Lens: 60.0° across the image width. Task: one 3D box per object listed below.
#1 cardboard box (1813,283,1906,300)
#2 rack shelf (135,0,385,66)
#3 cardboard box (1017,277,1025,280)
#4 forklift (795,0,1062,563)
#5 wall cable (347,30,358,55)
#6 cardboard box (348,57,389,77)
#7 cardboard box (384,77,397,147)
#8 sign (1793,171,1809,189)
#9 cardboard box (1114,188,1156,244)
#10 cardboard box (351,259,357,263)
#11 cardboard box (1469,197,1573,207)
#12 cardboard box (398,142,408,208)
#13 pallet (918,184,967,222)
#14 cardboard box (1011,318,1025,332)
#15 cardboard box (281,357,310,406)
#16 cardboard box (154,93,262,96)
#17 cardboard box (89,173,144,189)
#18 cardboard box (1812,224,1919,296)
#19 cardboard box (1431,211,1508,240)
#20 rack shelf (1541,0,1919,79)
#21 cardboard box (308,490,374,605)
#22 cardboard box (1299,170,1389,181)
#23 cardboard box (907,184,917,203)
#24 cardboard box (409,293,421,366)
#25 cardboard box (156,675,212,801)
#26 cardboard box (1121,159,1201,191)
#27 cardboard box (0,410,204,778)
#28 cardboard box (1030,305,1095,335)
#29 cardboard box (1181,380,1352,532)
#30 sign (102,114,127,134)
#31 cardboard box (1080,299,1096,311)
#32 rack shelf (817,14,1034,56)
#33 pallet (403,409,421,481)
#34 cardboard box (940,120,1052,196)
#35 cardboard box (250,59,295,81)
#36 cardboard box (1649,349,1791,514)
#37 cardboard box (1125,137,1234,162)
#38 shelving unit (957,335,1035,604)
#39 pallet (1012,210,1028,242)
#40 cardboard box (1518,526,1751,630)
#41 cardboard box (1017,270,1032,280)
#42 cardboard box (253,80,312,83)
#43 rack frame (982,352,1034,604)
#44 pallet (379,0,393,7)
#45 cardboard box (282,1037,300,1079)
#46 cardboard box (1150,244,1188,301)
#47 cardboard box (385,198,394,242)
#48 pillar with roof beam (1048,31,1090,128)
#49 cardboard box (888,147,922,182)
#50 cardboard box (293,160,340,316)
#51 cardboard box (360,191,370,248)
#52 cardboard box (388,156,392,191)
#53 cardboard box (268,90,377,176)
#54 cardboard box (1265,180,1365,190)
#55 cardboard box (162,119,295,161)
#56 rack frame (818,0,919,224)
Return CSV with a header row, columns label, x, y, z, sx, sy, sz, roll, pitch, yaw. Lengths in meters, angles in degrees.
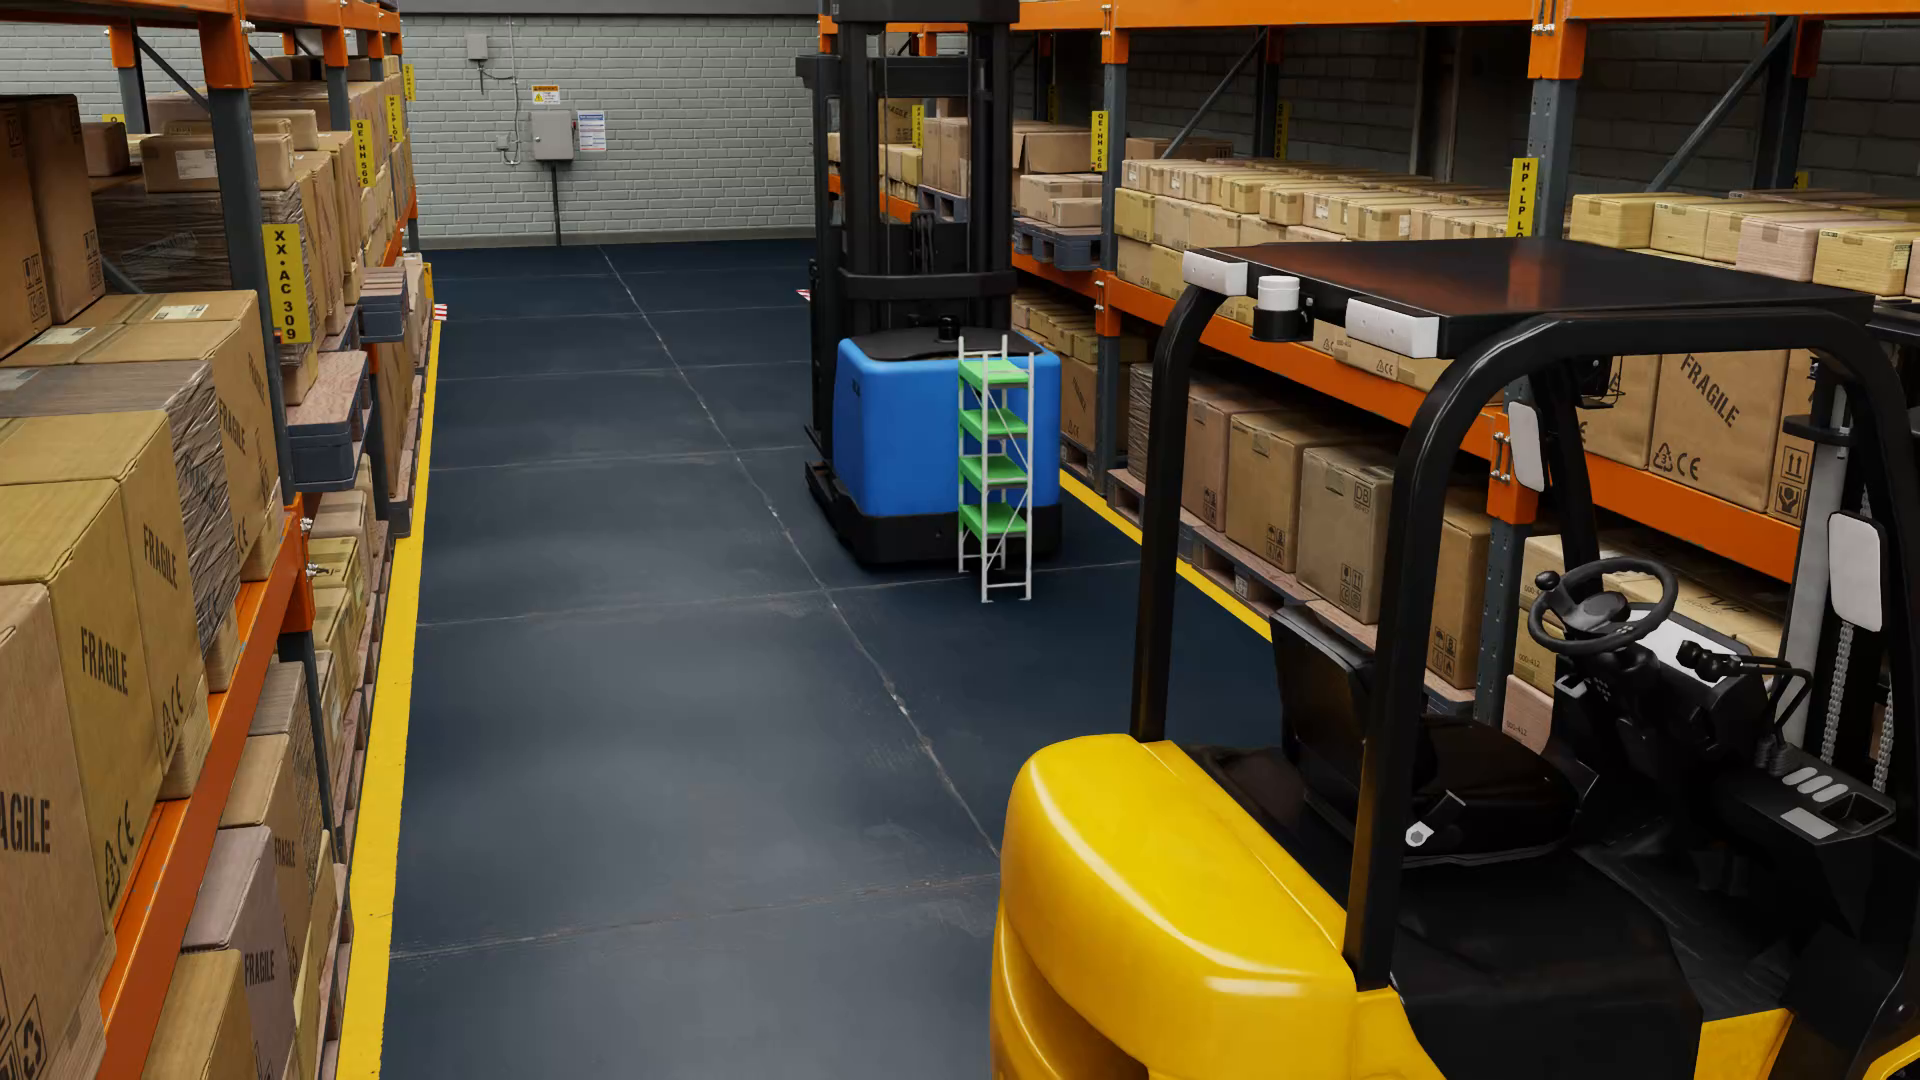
label,x,y,z,sx,sy,sz,roll,pitch,yaw
cardboard box,2.469,-0.599,4.430,0.380,0.149,0.250,-5,17,-16
rack shelf,-4.024,-2.995,9.747,1.077,0.370,4.000,-5,17,-15
cardboard box,0.273,-1.904,12.564,0.380,0.149,0.250,-6,18,-18
forklift,-0.308,-1.672,9.423,1.130,2.935,3.031,-4,17,-13
wall cable,-7.245,-5.623,20.635,0.585,1.953,0.123,-5,17,-15
cardboard box,-4.662,-3.688,12.977,0.380,0.149,0.250,-5,17,-17
cardboard box,-4.605,-3.274,12.727,0.500,0.500,0.500,-5,17,-16
sign,2.930,-1.134,5.871,0.100,0.325,0.005,-5,17,-15
cardboard box,1.160,-1.767,9.013,0.500,0.250,0.500,-5,17,-15
cardboard box,-2.841,-1.154,7.287,0.380,0.149,0.250,-6,18,-18
cardboard box,2.325,-1.327,6.853,0.380,0.149,0.250,-5,17,-16
cardboard box,-4.716,-2.933,13.327,0.500,0.500,0.500,-5,17,-15
pallet,0.312,-2.528,12.489,1.003,0.211,1.213,-5,17,-15
cardboard box,0.540,-1.274,11.593,0.500,0.500,0.500,-5,18,-17
cardboard box,-2.223,-0.502,5.117,0.380,0.149,0.250,-4,17,-14
cardboard box,-4.017,-2.141,8.952,0.500,0.500,0.500,-4,17,-14
cardboard box,-2.860,-0.882,5.253,0.500,0.500,0.500,-5,17,-15
cardboard box,2.505,-0.743,4.392,0.380,0.149,0.250,-5,17,-16
cardboard box,2.001,-1.143,6.241,0.380,0.149,0.250,-5,17,-16
rack shelf,2.946,-1.176,3.690,1.077,0.370,4.000,-5,17,-15
cardboard box,-3.118,0.068,7.350,0.950,0.372,0.625,-5,17,-16
cardboard box,1.904,-1.747,8.254,0.380,0.149,0.250,-5,17,-16
cardboard box,-0.225,-2.868,13.724,0.380,0.149,0.250,-4,17,-14
cardboard box,-4.643,-1.613,12.831,0.875,0.438,0.875,-5,17,-16
cardboard box,-1.564,0.364,2.964,0.380,0.149,0.250,-5,17,-15
cardboard box,1.101,-1.991,9.064,0.380,0.149,0.250,-4,17,-14
cardboard box,-1.574,0.095,2.729,0.500,0.500,0.500,-5,17,-16
cardboard box,0.685,-1.470,11.119,0.380,0.149,0.250,-5,17,-16
cardboard box,1.642,-0.454,8.646,0.875,0.625,0.625,-4,17,-13
sign,-4.007,-1.860,7.917,0.100,0.325,0.005,-5,17,-15
cardboard box,1.047,-1.581,11.488,0.380,0.149,0.250,-5,17,-15
rack shelf,-0.352,-4.495,14.740,1.077,0.370,4.000,-5,17,-15
pallet,-3.950,-0.576,10.501,1.003,0.211,1.213,-5,17,-15
cardboard box,0.258,-2.804,12.170,0.700,0.500,0.500,-5,17,-15
cardboard box,-4.964,-3.354,11.865,0.380,0.149,0.250,-5,17,-16
cardboard box,2.426,-0.399,4.892,0.500,0.500,0.500,-4,17,-14
cardboard box,1.306,-2.147,9.983,0.500,0.500,0.500,-4,17,-13
shelving unit,0.167,-0.349,8.027,0.258,1.200,0.503,-4,17,-13
pallet,0.758,-2.189,11.360,1.003,0.211,1.213,-5,17,-15
cardboard box,2.228,0.158,5.523,0.500,0.250,0.500,-5,17,-16
cardboard box,0.654,-2.013,12.928,0.380,0.149,0.250,-5,17,-15
cardboard box,-4.969,-3.092,12.120,0.500,0.500,0.500,-5,17,-16
rack frame,0.222,-0.280,7.800,0.240,1.200,0.015,-4,17,-13
pallet,-5.120,-4.415,13.375,1.003,0.211,1.213,-5,17,-15
cardboard box,-1.663,1.302,3.454,0.500,0.250,0.500,-4,17,-14
cardboard box,1.317,-1.390,8.627,0.500,0.250,0.500,-5,17,-16
cardboard box,-4.069,-2.140,11.122,0.500,0.250,0.500,-5,17,-16
pillar with roof beam,-3.266,-5.647,12.109,9.100,9.000,0.400,-5,17,-15
cardboard box,-0.329,-3.180,14.067,0.500,0.250,0.500,-5,17,-15
cardboard box,-2.489,-1.064,5.859,0.500,0.500,0.500,-5,17,-16
cardboard box,-3.376,-1.678,8.714,0.500,0.250,0.500,-5,17,-16
cardboard box,-4.219,-2.522,11.524,0.500,0.250,0.500,-5,17,-15
cardboard box,-3.648,-2.313,9.528,0.500,0.500,0.500,-4,17,-14
cardboard box,1.631,-1.570,7.664,0.380,0.149,0.250,-5,17,-15
cardboard box,-2.562,-1.396,5.838,0.380,0.149,0.250,-4,17,-12
rack frame,-0.902,-3.957,16.910,1.000,3.000,0.127,-5,17,-15
